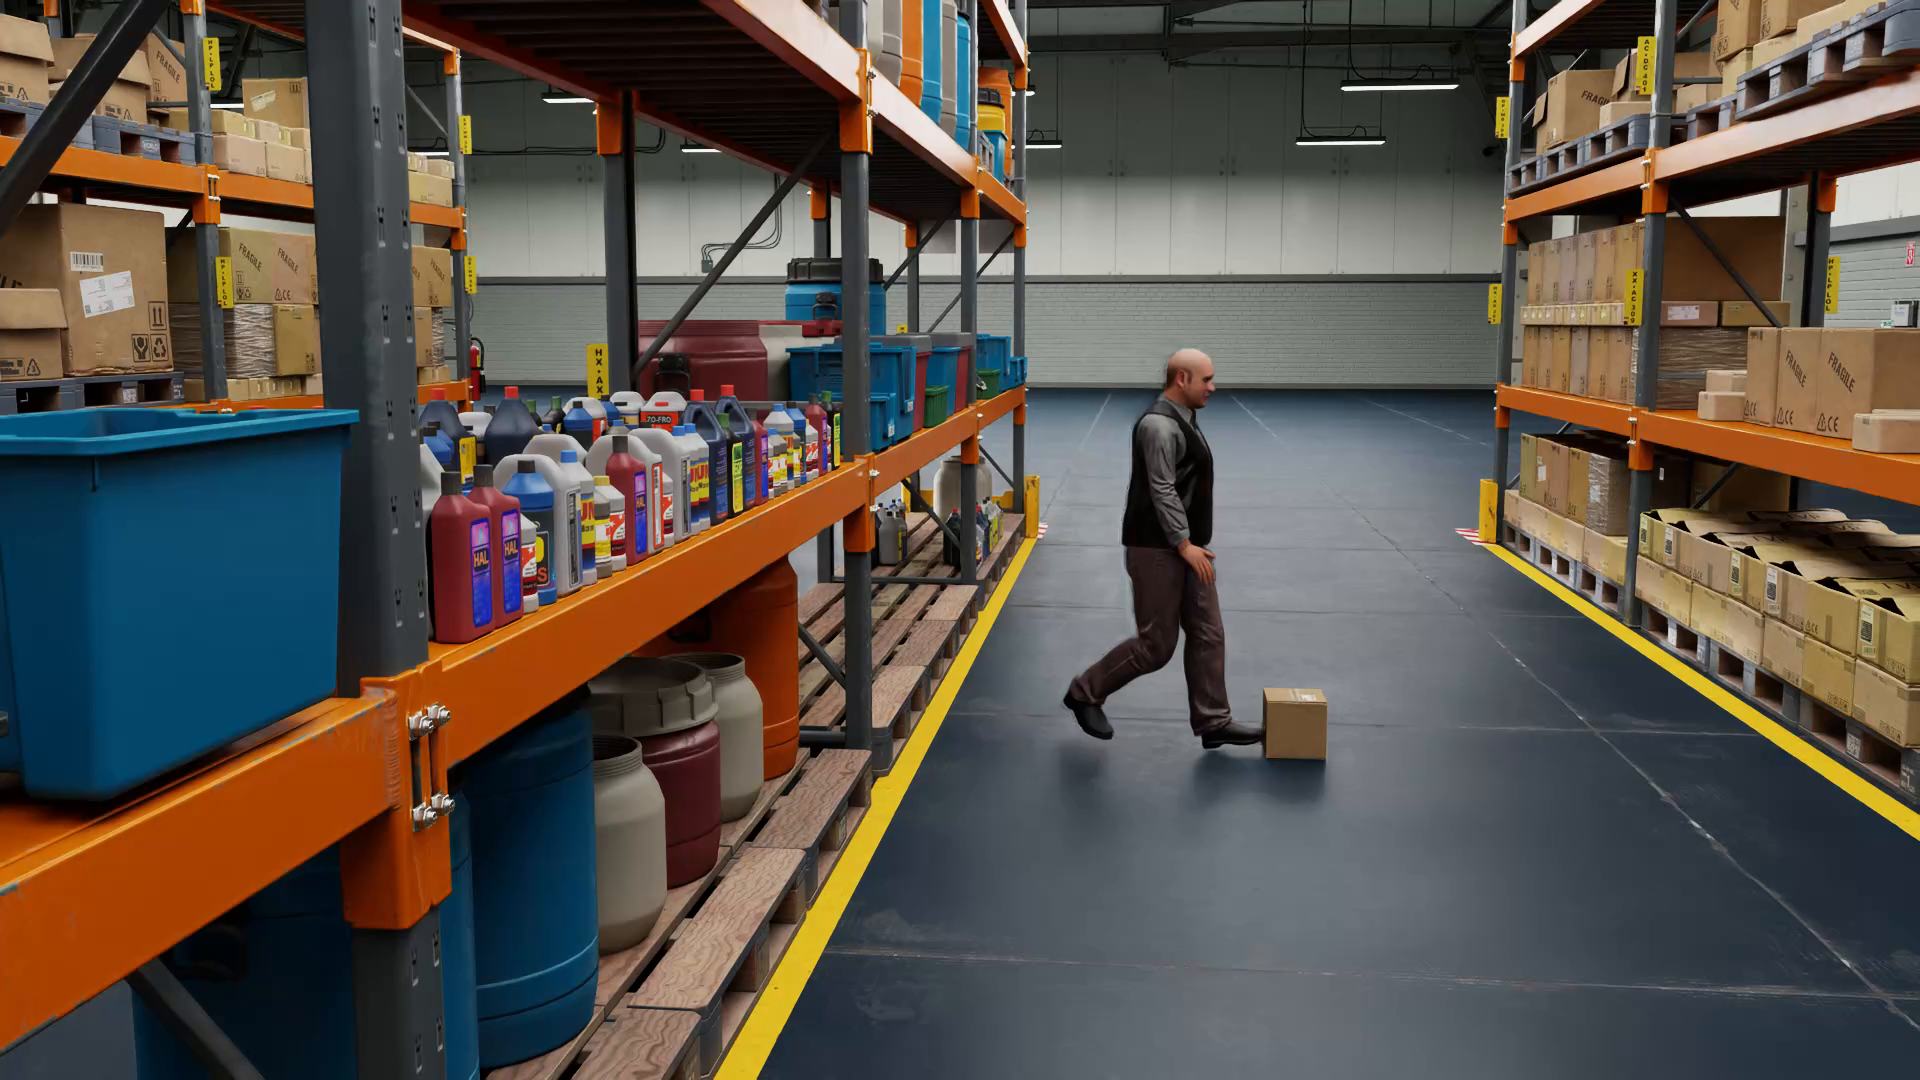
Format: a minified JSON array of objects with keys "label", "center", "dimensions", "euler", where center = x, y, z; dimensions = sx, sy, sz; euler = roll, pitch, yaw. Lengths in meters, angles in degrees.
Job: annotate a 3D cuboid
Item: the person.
[{"label":"person","center":[0.880,0.049,7.039],"dimensions":[0.865,1.704,0.535],"euler":[3,8,25]}]
